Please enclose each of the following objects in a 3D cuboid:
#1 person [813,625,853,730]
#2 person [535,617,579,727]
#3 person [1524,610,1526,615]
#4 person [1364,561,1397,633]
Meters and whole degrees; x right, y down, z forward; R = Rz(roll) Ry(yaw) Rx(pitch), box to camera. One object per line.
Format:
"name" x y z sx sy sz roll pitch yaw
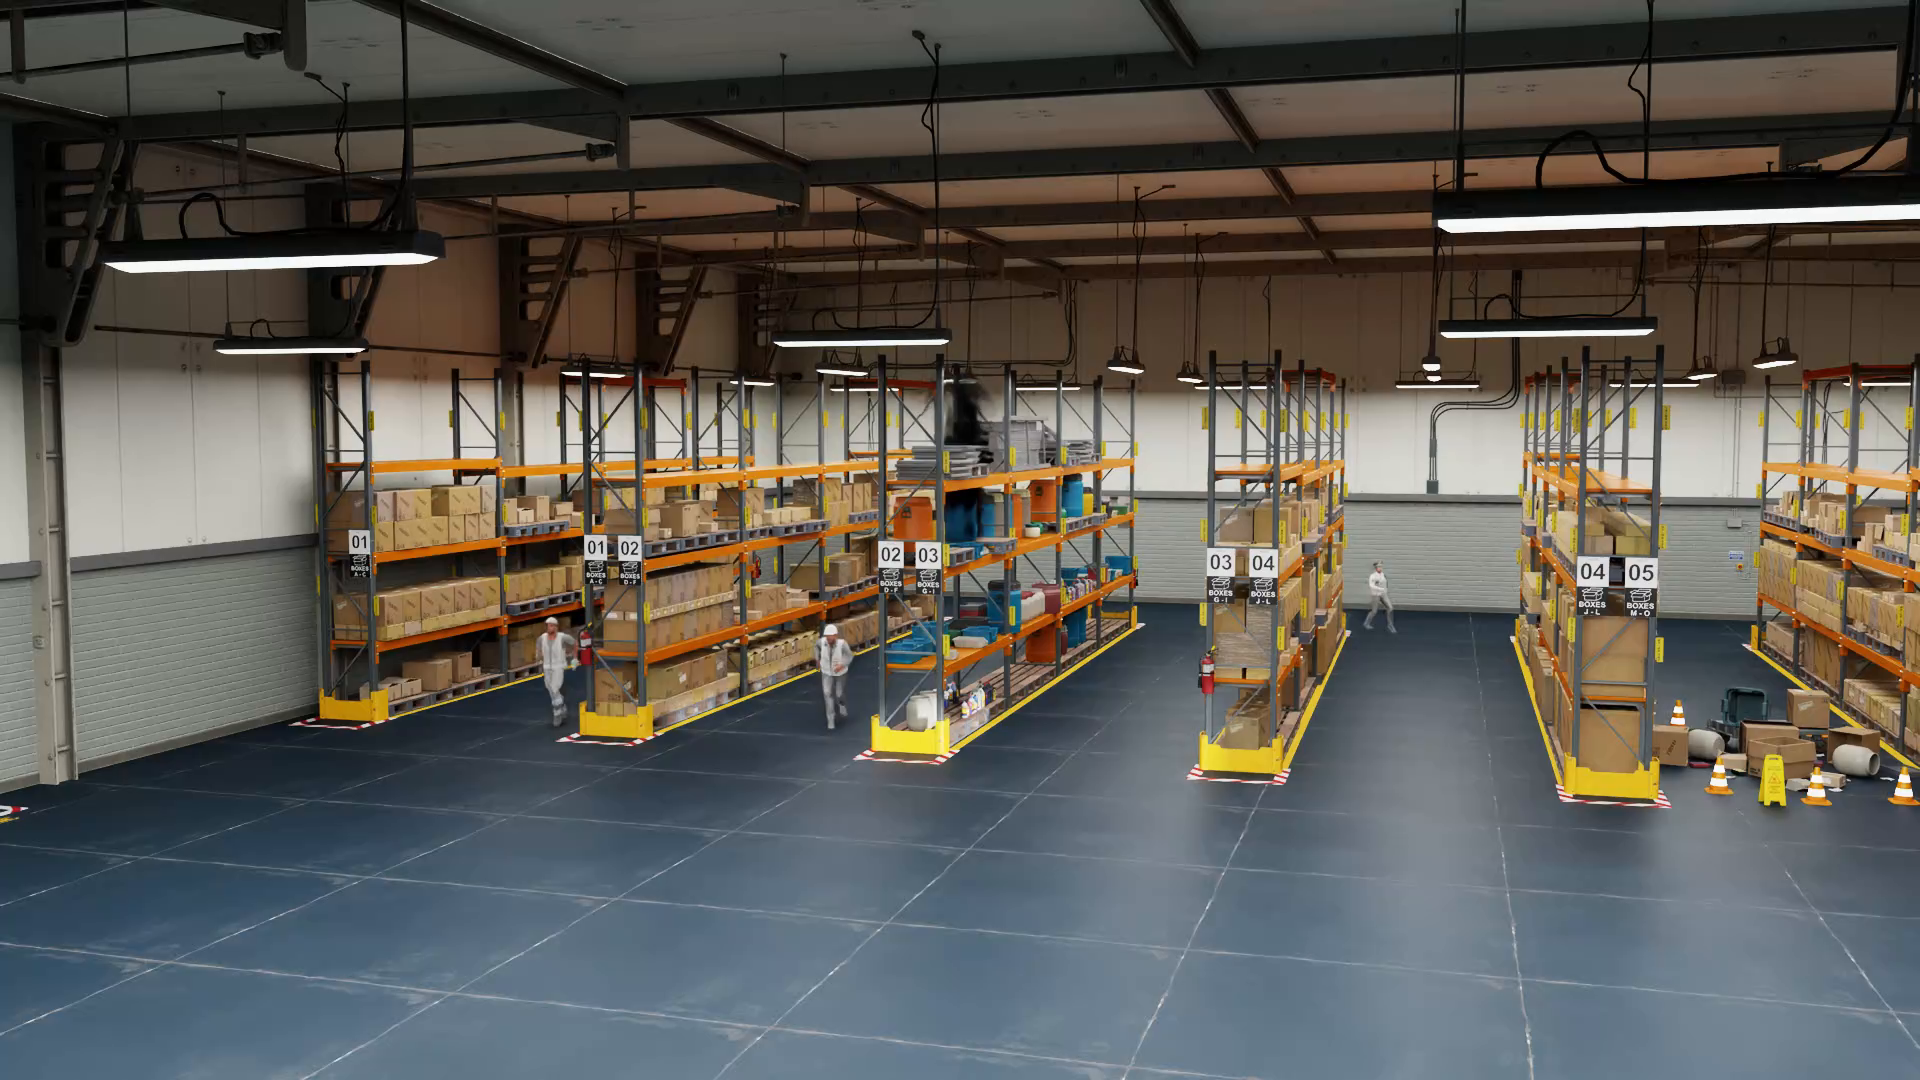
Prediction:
"person" -2.063 2.217 27.444 0.696 1.732 1.049 1 4 11
"person" -6.699 2.161 27.528 0.669 1.800 0.826 1 4 13
"person" 13.454 1.426 38.593 0.794 1.691 0.585 1 4 10
"person" 9.934 1.351 39.461 0.615 1.721 0.811 -3 5 -33
